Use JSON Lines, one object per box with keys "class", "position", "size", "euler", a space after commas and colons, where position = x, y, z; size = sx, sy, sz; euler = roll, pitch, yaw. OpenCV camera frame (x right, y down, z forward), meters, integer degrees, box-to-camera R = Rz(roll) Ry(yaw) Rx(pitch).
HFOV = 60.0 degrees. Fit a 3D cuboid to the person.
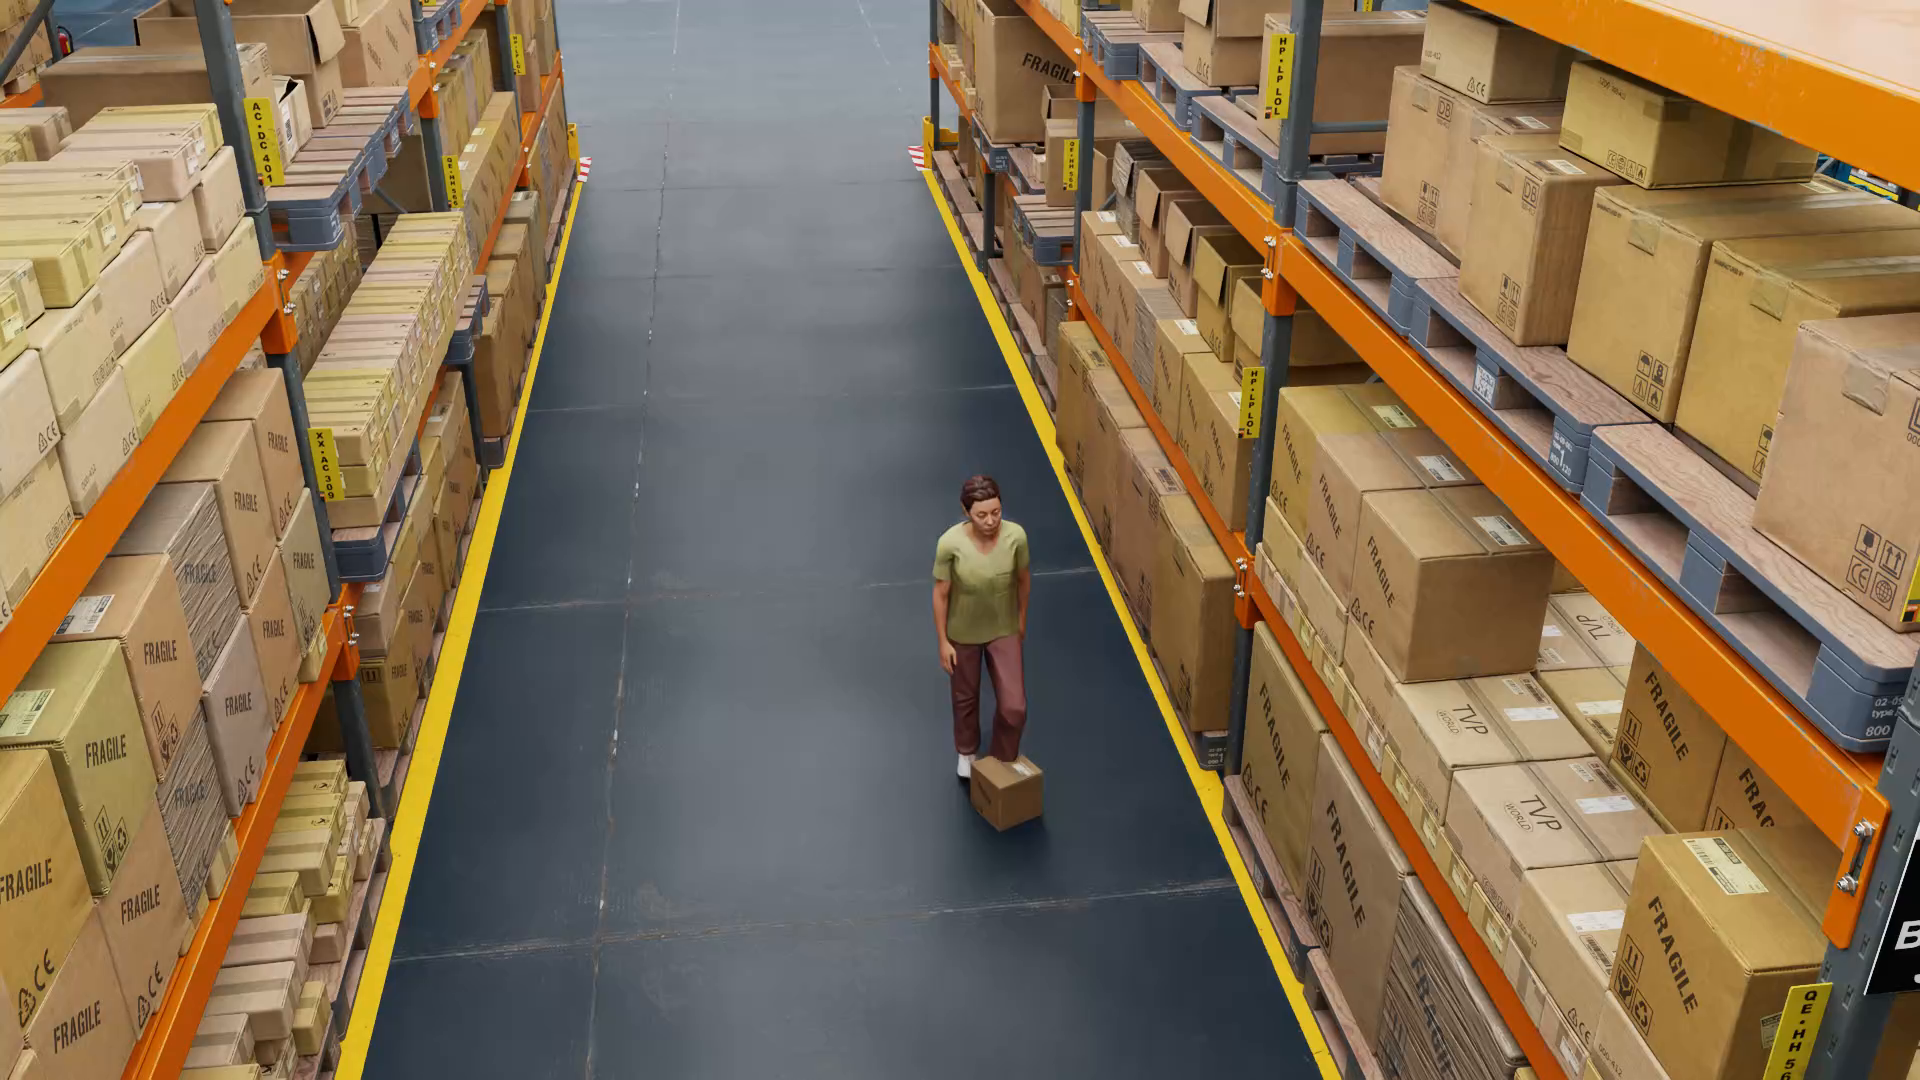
{"class": "person", "position": [0.101, 0.456, 7.766], "size": [0.466, 1.722, 0.537], "euler": [-3, 27, -5]}
